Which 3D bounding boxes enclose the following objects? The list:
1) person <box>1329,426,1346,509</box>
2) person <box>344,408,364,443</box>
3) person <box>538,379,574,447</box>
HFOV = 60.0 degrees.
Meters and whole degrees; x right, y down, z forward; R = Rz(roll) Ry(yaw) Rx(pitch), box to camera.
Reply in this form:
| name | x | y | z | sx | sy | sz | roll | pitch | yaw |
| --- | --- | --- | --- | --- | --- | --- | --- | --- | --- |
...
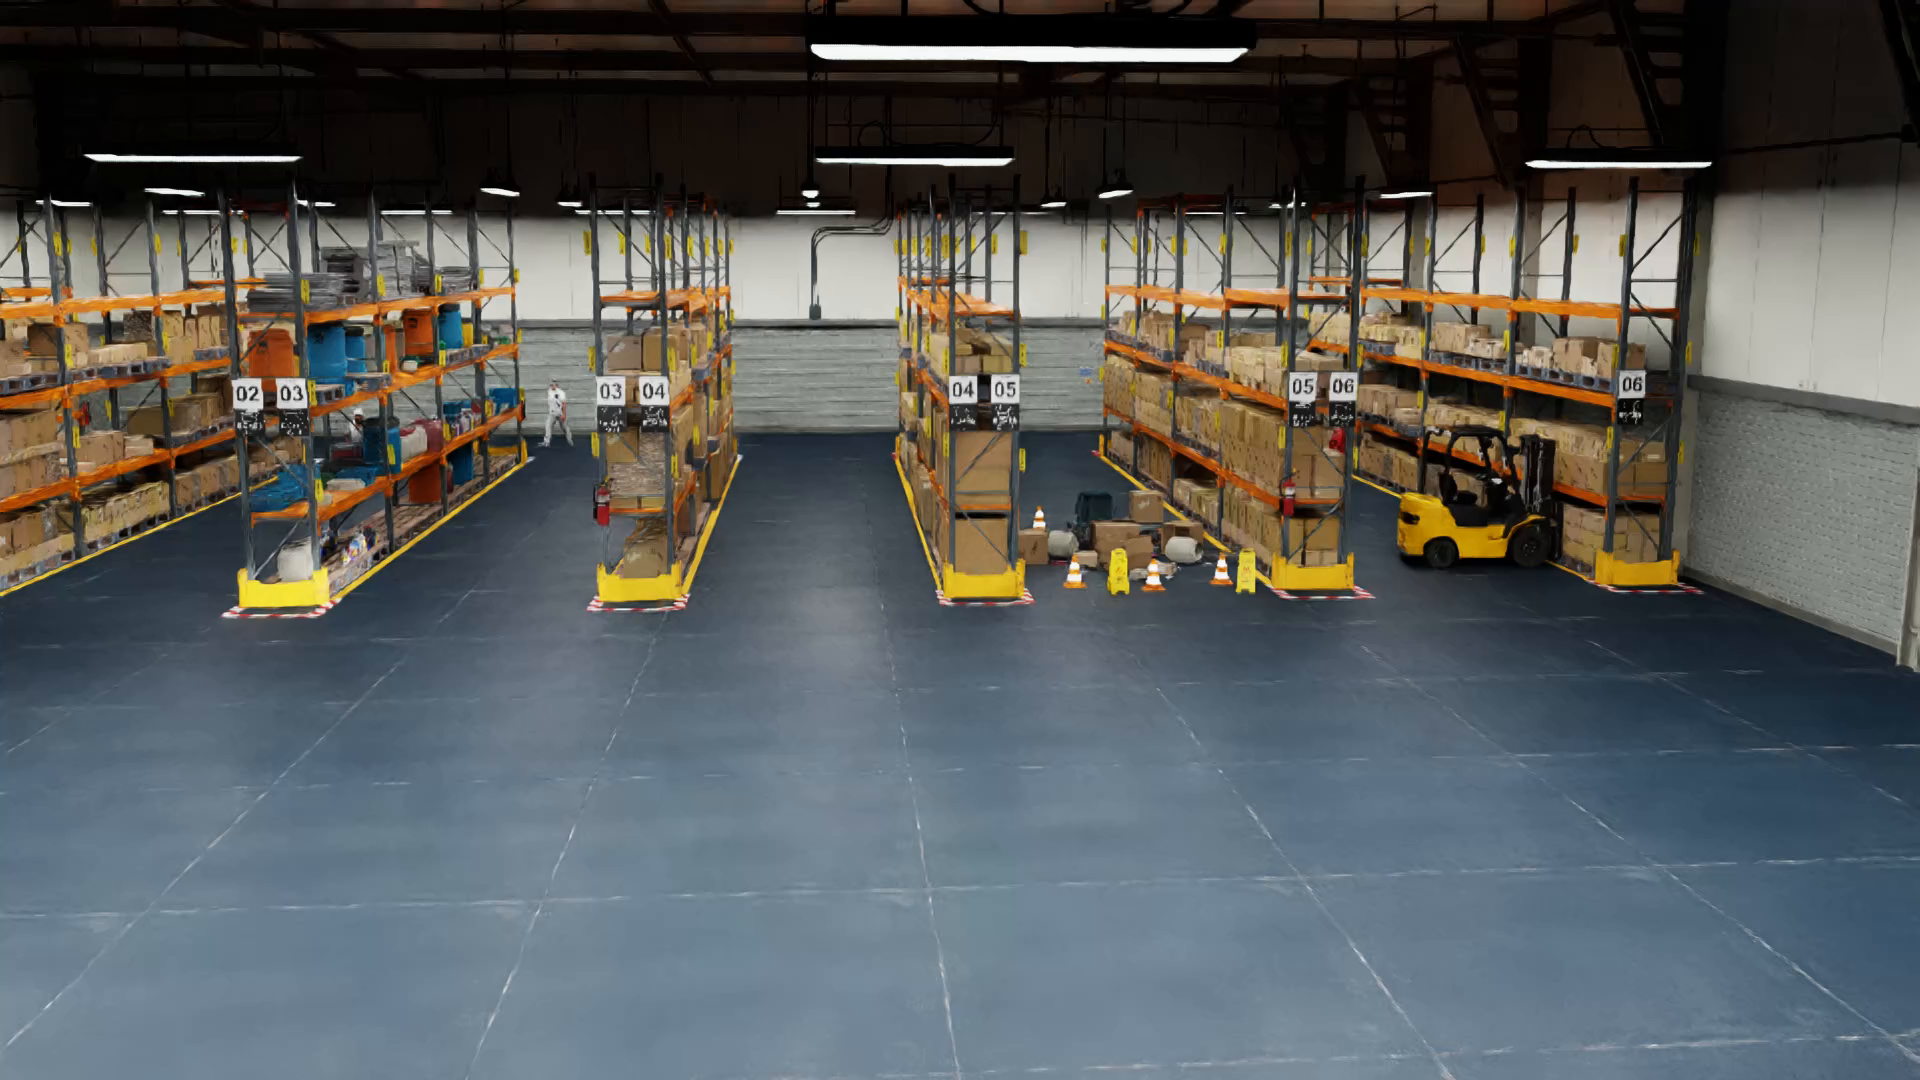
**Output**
| name | x | y | z | sx | sy | sz | roll | pitch | yaw |
| --- | --- | --- | --- | --- | --- | --- | --- | --- | --- |
| person | 7.264 | -1.496 | 32.131 | 0.580 | 1.721 | 0.654 | 4 | 11 | 23 |
| person | -12.366 | -1.876 | 34.382 | 0.702 | 1.735 | 0.549 | -1 | 10 | -6 |
| person | -10.198 | -3.220 | 41.979 | 0.586 | 1.710 | 0.948 | 4 | 11 | 24 |
